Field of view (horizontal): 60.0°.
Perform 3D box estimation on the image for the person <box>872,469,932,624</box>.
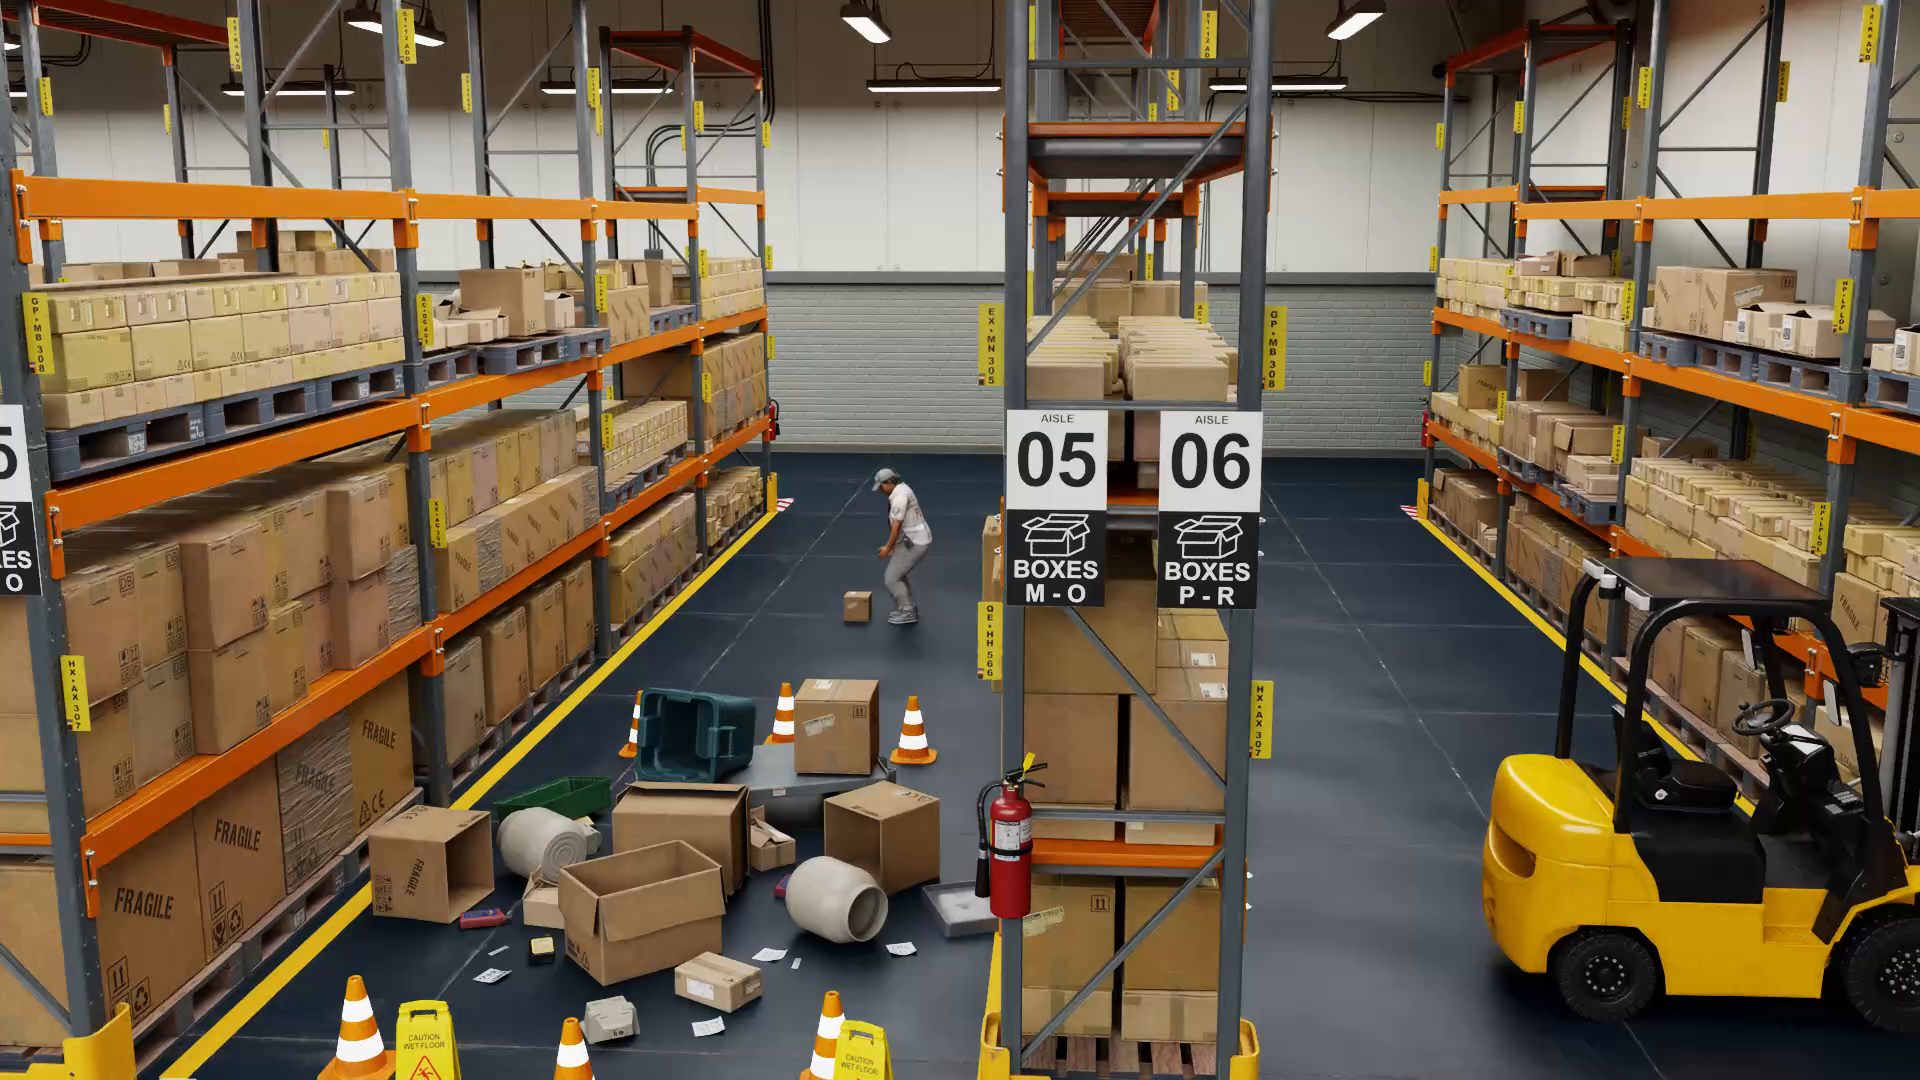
[{"bbox_3d":[-0.577,0.056,16.496,0.591,1.542,0.519,1,11,5],"label":"person"}]
